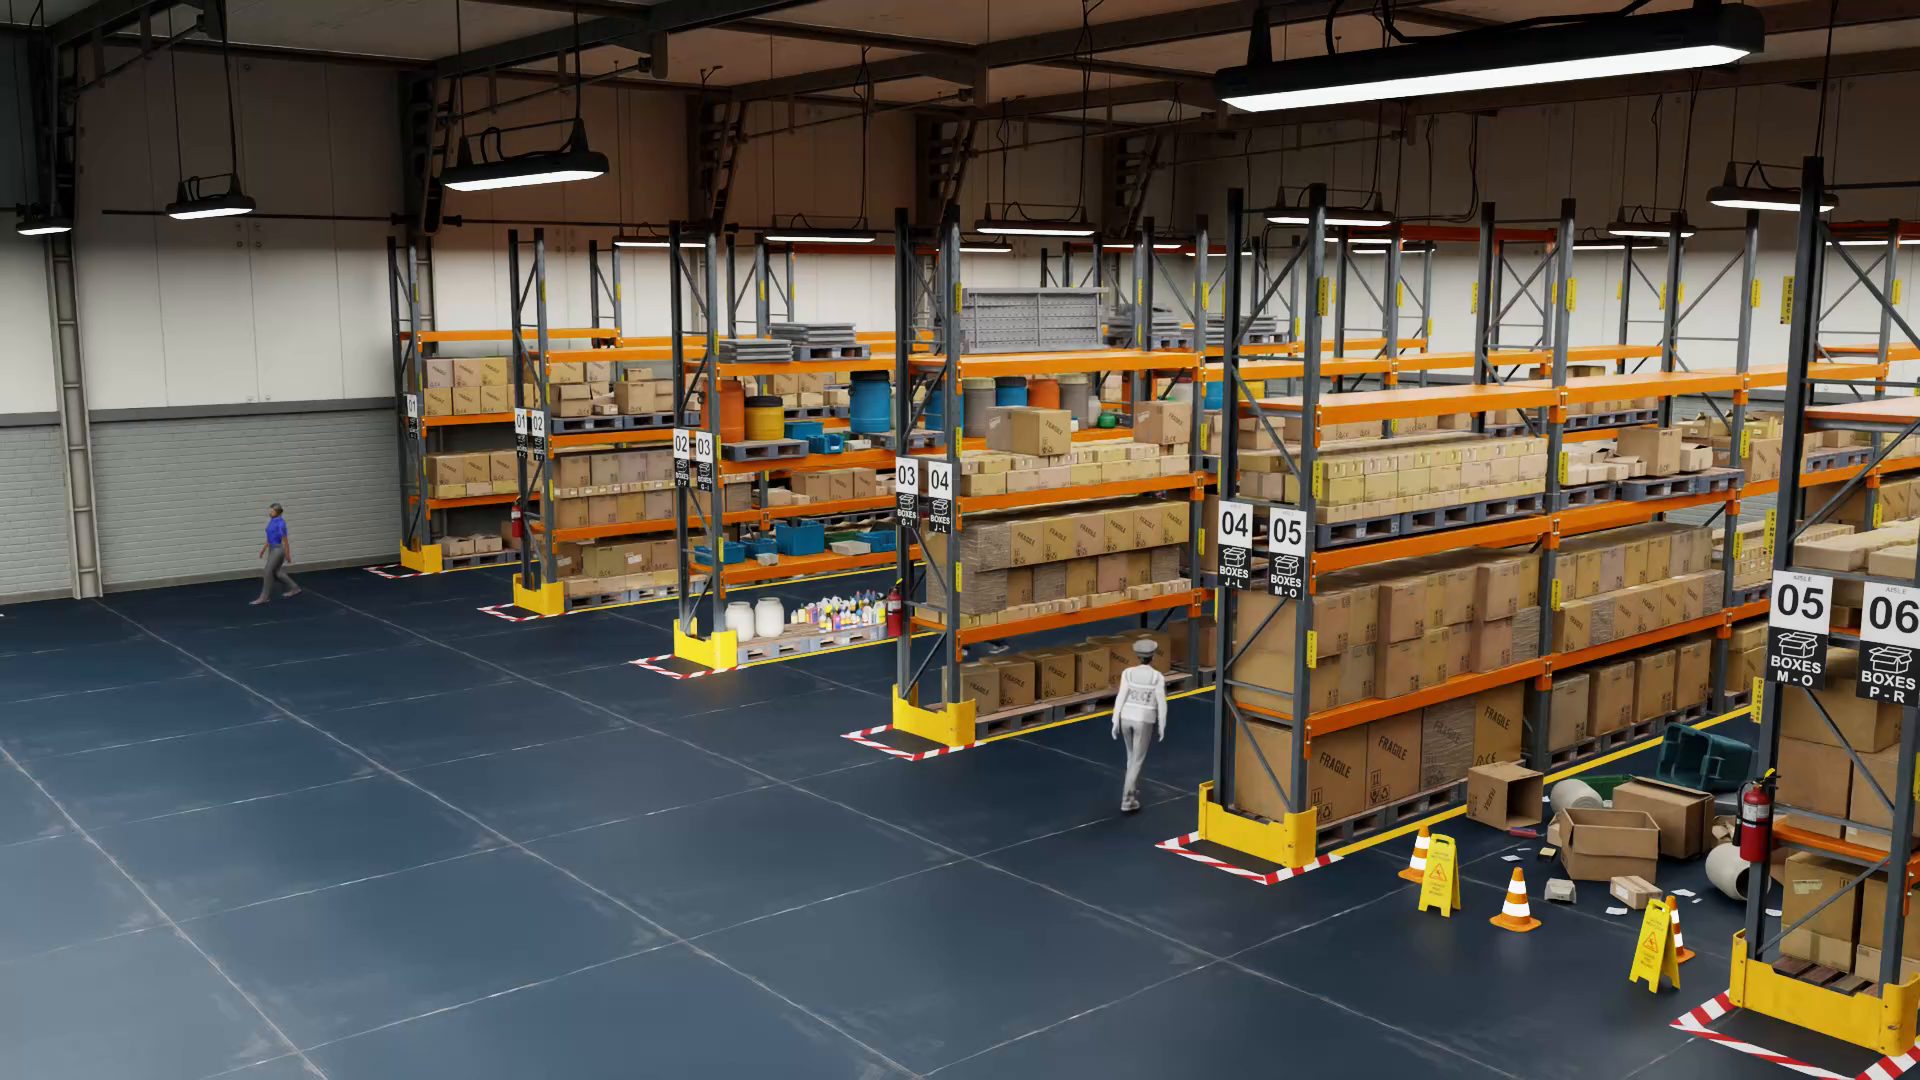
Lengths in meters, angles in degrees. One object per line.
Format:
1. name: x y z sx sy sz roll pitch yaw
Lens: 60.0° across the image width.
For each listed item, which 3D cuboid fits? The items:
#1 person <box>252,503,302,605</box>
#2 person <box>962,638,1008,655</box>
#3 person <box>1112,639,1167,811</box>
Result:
1. person: -11.191 0.204 27.155 0.819 1.631 0.534 -8 12 -41
2. person: 0.248 0.849 22.043 0.819 1.386 0.425 -1 9 -3
3. person: 1.779 1.859 16.423 0.480 1.721 0.589 6 10 32
